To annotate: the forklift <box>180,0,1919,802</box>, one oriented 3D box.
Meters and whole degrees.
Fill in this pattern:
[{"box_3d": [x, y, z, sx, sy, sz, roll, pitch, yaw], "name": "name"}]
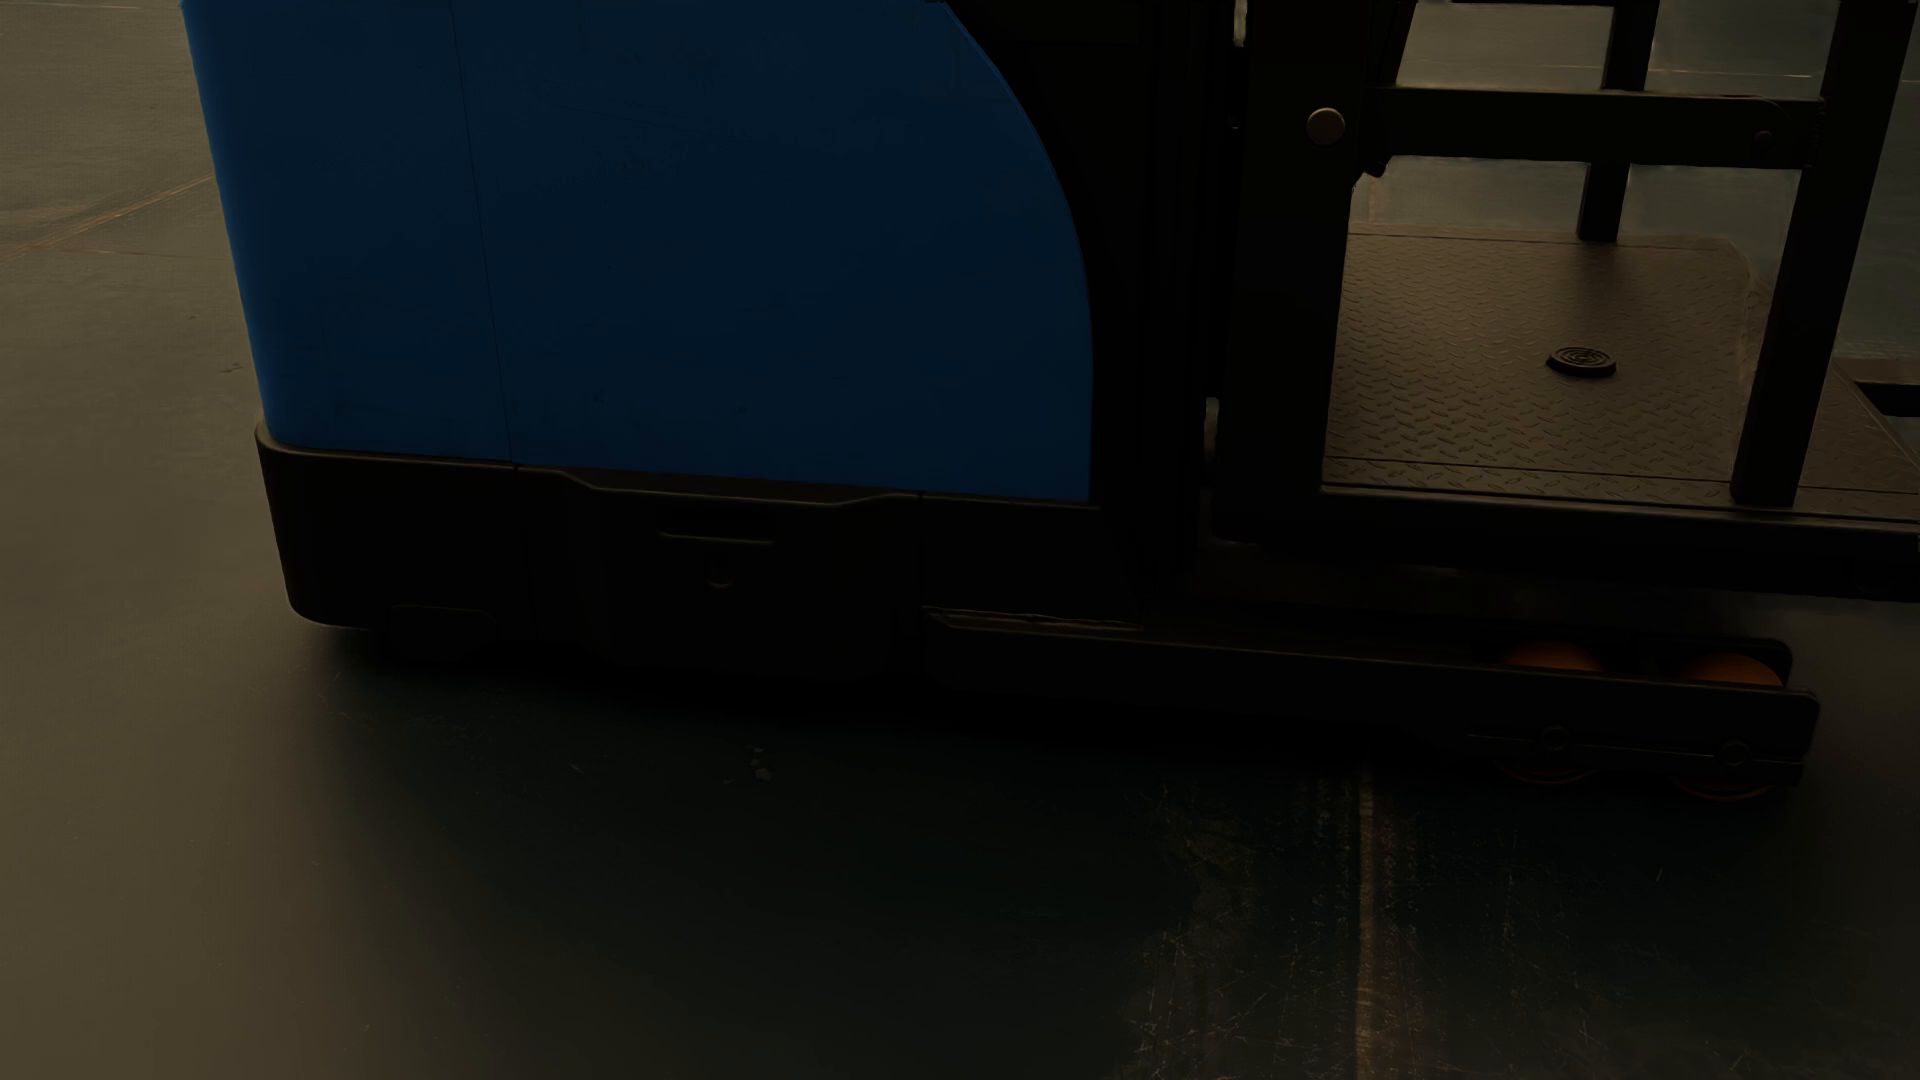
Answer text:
[{"box_3d": [0.675, -1.267, 1.758, 3.031, 2.935, 1.130, 4, 27, 8], "name": "forklift"}]
